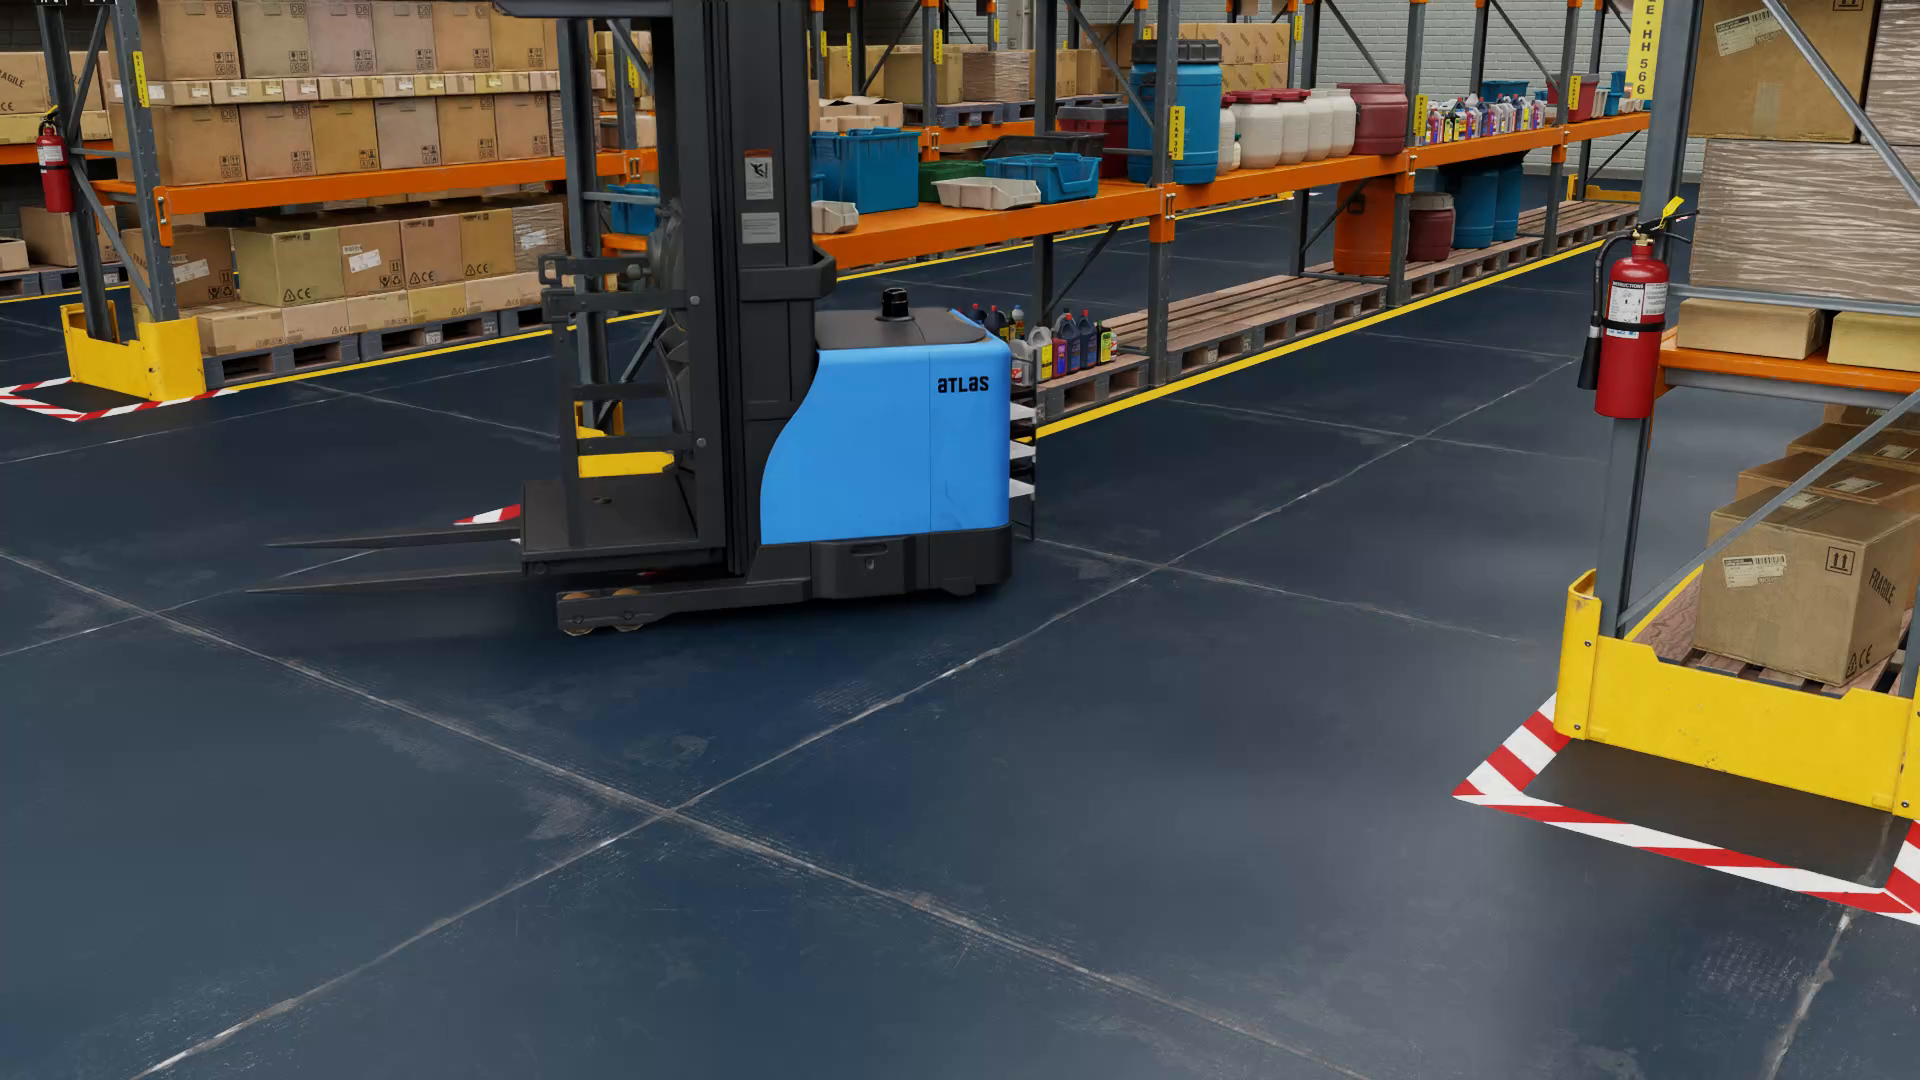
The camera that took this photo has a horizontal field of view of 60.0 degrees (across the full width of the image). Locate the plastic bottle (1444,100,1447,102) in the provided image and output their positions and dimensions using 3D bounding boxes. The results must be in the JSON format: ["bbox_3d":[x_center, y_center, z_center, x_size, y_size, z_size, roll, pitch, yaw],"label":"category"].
[{"bbox_3d":[4.805,-4.222,16.498,0.097,0.271,0.097,0,17,0],"label":"plastic bottle"}]

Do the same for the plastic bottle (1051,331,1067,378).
[{"bbox_3d":[0.599,-1.147,10.219,0.061,0.283,0.133,14,22,38],"label":"plastic bottle"}]

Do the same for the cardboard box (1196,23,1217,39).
[{"bbox_3d":[2.841,-6.145,20.620,0.500,0.500,0.500,12,21,33],"label":"cardboard box"}]

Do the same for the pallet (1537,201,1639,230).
[{"bbox_3d":[7.557,-3.867,19.842,1.003,0.211,1.213,12,21,35],"label":"pallet"}]

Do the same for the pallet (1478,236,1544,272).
[{"bbox_3d":[5.203,-2.928,16.816,1.003,0.211,1.213,12,21,35],"label":"pallet"}]

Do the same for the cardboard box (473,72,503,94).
[{"bbox_3d":[-3.644,-3.420,12.436,0.380,0.149,0.250,12,21,34],"label":"cardboard box"}]

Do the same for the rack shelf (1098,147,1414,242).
[{"bbox_3d":[2.121,-2.663,12.476,1.077,0.370,4.000,12,21,35],"label":"rack shelf"}]

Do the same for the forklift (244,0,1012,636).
[{"bbox_3d":[-1.355,-1.197,6.656,3.031,2.935,1.130,-4,18,-14],"label":"forklift"}]

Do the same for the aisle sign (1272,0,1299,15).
[{"bbox_3d":[4.390,-7.469,22.353,0.394,0.787,0.004,12,21,35],"label":"aisle sign"}]

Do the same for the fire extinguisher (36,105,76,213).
[{"bbox_3d":[-5.873,-2.471,10.774,0.296,0.674,0.183,12,21,35],"label":"fire extinguisher"}]

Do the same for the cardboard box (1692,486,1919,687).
[{"bbox_3d":[2.909,0.145,5.726,0.500,0.500,0.500,-15,23,-40],"label":"cardboard box"}]

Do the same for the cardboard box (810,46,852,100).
[{"bbox_3d":[-1.924,-6.456,22.970,0.980,0.700,0.700,13,21,36],"label":"cardboard box"}]

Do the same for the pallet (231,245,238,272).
[{"bbox_3d":[-7.399,-2.783,16.351,1.003,0.211,1.213,12,21,35],"label":"pallet"}]

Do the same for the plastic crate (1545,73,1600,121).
[{"bbox_3d":[6.429,-4.664,17.494,0.402,0.464,0.583,12,21,35],"label":"plastic crate"}]

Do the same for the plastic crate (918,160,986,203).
[{"bbox_3d":[-0.106,-2.156,9.986,0.450,0.188,0.662,12,21,35],"label":"plastic crate"}]

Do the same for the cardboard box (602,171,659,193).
[{"bbox_3d":[-4.100,-4.560,20.286,0.750,0.750,0.750,12,21,34],"label":"cardboard box"}]

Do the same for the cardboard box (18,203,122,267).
[{"bbox_3d":[-8.109,-2.795,15.161,0.700,0.500,0.500,11,20,31],"label":"cardboard box"}]

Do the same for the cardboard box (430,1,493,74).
[{"bbox_3d":[-3.905,-3.728,12.333,0.700,0.500,0.500,12,21,35],"label":"cardboard box"}]

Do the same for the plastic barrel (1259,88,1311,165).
[{"bbox_3d":[2.370,-3.062,12.318,0.433,0.535,0.433,0,17,0],"label":"plastic barrel"}]

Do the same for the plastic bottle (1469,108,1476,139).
[{"bbox_3d":[4.609,-3.766,15.029,0.097,0.271,0.097,0,17,0],"label":"plastic bottle"}]

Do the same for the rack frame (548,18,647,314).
[{"bbox_3d":[-3.046,-3.407,13.656,1.000,3.000,0.127,12,21,35],"label":"rack frame"}]

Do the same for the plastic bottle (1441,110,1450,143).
[{"bbox_3d":[4.222,-3.608,14.500,0.061,0.283,0.133,12,21,35],"label":"plastic bottle"}]

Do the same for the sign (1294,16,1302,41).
[{"bbox_3d":[4.537,-6.866,22.310,0.100,0.325,0.005,12,21,35],"label":"sign"}]

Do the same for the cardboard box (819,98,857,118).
[{"bbox_3d":[-1.352,-4.138,16.162,0.500,0.311,0.500,12,21,34],"label":"cardboard box"}]

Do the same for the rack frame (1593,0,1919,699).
[{"bbox_3d":[2.524,-0.703,4.949,1.000,3.000,0.127,12,21,35],"label":"rack frame"}]

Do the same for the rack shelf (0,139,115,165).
[{"bbox_3d":[-8.219,-3.461,15.045,1.077,0.370,4.000,12,21,35],"label":"rack shelf"}]

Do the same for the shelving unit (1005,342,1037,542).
[{"bbox_3d":[0.191,-0.432,7.618,0.210,0.900,0.258,-13,21,-35],"label":"shelving unit"}]

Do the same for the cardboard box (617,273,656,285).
[{"bbox_3d":[-2.607,-2.346,14.170,0.500,0.250,0.500,12,21,33],"label":"cardboard box"}]

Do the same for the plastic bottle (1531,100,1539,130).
[{"bbox_3d":[5.620,-4.166,16.298,0.061,0.283,0.133,12,21,35],"label":"plastic bottle"}]

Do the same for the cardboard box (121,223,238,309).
[{"bbox_3d":[-5.349,-1.880,11.403,0.500,0.500,0.500,12,21,35],"label":"cardboard box"}]

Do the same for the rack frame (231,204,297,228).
[{"bbox_3d":[-7.027,-4.281,16.472,1.000,3.000,0.127,12,21,35],"label":"rack frame"}]

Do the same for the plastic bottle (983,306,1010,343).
[{"bbox_3d":[0.231,-1.331,10.698,0.144,0.351,0.185,12,21,35],"label":"plastic bottle"}]

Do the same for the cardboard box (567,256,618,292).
[{"bbox_3d":[-3.147,-2.145,13.522,0.500,0.250,0.500,12,21,35],"label":"cardboard box"}]

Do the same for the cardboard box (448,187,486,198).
[{"bbox_3d":[-5.704,-3.844,18.538,0.700,0.500,0.500,12,21,34],"label":"cardboard box"}]

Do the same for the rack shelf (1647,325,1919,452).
[{"bbox_3d":[3.715,-0.835,6.589,1.077,0.370,4.000,12,21,35],"label":"rack shelf"}]

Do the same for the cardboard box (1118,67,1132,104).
[{"bbox_3d":[2.243,-5.433,20.013,0.500,0.500,0.500,13,22,36],"label":"cardboard box"}]

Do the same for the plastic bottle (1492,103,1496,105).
[{"bbox_3d":[5.091,-4.034,15.893,0.097,0.271,0.097,0,17,0],"label":"plastic bottle"}]

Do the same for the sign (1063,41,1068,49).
[{"bbox_3d":[1.280,-5.820,19.967,0.100,0.325,0.005,12,21,35],"label":"sign"}]

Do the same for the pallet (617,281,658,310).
[{"bbox_3d":[-2.639,-2.257,14.657,1.003,0.211,1.213,12,21,35],"label":"pallet"}]

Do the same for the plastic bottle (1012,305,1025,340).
[{"bbox_3d":[0.387,-1.439,11.179,0.097,0.271,0.097,0,17,0],"label":"plastic bottle"}]

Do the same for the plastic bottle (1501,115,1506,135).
[{"bbox_3d":[5.075,-3.919,15.639,0.097,0.201,0.097,0,17,0],"label":"plastic bottle"}]

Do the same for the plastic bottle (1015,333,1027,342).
[{"bbox_3d":[0.373,-1.129,10.158,0.061,0.283,0.133,12,21,35],"label":"plastic bottle"}]

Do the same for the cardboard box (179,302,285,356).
[{"bbox_3d":[-4.932,-1.430,11.219,0.500,0.250,0.500,12,21,35],"label":"cardboard box"}]

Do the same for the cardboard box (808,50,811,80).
[{"bbox_3d":[-2.333,-6.232,22.049,0.500,0.500,0.500,12,21,34],"label":"cardboard box"}]

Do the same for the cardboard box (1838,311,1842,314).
[{"bbox_3d":[2.946,-0.872,5.917,0.380,0.149,0.250,12,21,35],"label":"cardboard box"}]

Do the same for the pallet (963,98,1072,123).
[{"bbox_3d":[0.492,-4.732,18.247,1.003,0.211,1.213,12,21,35],"label":"pallet"}]

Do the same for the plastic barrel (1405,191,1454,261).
[{"bbox_3d":[4.263,-2.921,15.449,0.600,0.588,0.708,12,21,35],"label":"plastic barrel"}]

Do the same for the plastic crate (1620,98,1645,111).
[{"bbox_3d":[7.739,-5.065,19.340,0.396,0.136,0.243,12,21,35],"label":"plastic crate"}]

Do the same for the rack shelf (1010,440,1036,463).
[{"bbox_3d":[0.191,-0.400,7.628,0.200,0.077,0.258,-13,21,-35],"label":"rack shelf"}]

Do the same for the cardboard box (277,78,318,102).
[{"bbox_3d":[-4.566,-3.049,11.243,0.380,0.149,0.250,12,21,34],"label":"cardboard box"}]

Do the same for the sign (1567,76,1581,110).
[{"bbox_3d":[6.137,-4.471,16.615,0.100,0.325,0.005,12,21,35],"label":"sign"}]

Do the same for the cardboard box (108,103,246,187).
[{"bbox_3d":[-5.141,-2.611,10.924,0.700,0.500,0.500,12,21,35],"label":"cardboard box"}]

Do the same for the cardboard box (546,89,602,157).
[{"bbox_3d":[-3.306,-3.348,13.298,0.700,0.500,0.500,12,21,33],"label":"cardboard box"}]

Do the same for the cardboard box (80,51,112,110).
[{"bbox_3d":[-7.662,-4.172,15.076,0.500,0.500,0.500,12,21,33],"label":"cardboard box"}]

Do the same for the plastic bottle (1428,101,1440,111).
[{"bbox_3d":[4.563,-4.113,16.141,0.152,0.276,0.135,12,21,35],"label":"plastic bottle"}]

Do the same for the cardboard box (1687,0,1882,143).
[{"bbox_3d":[2.653,-1.545,5.304,0.500,0.500,0.500,12,21,35],"label":"cardboard box"}]
